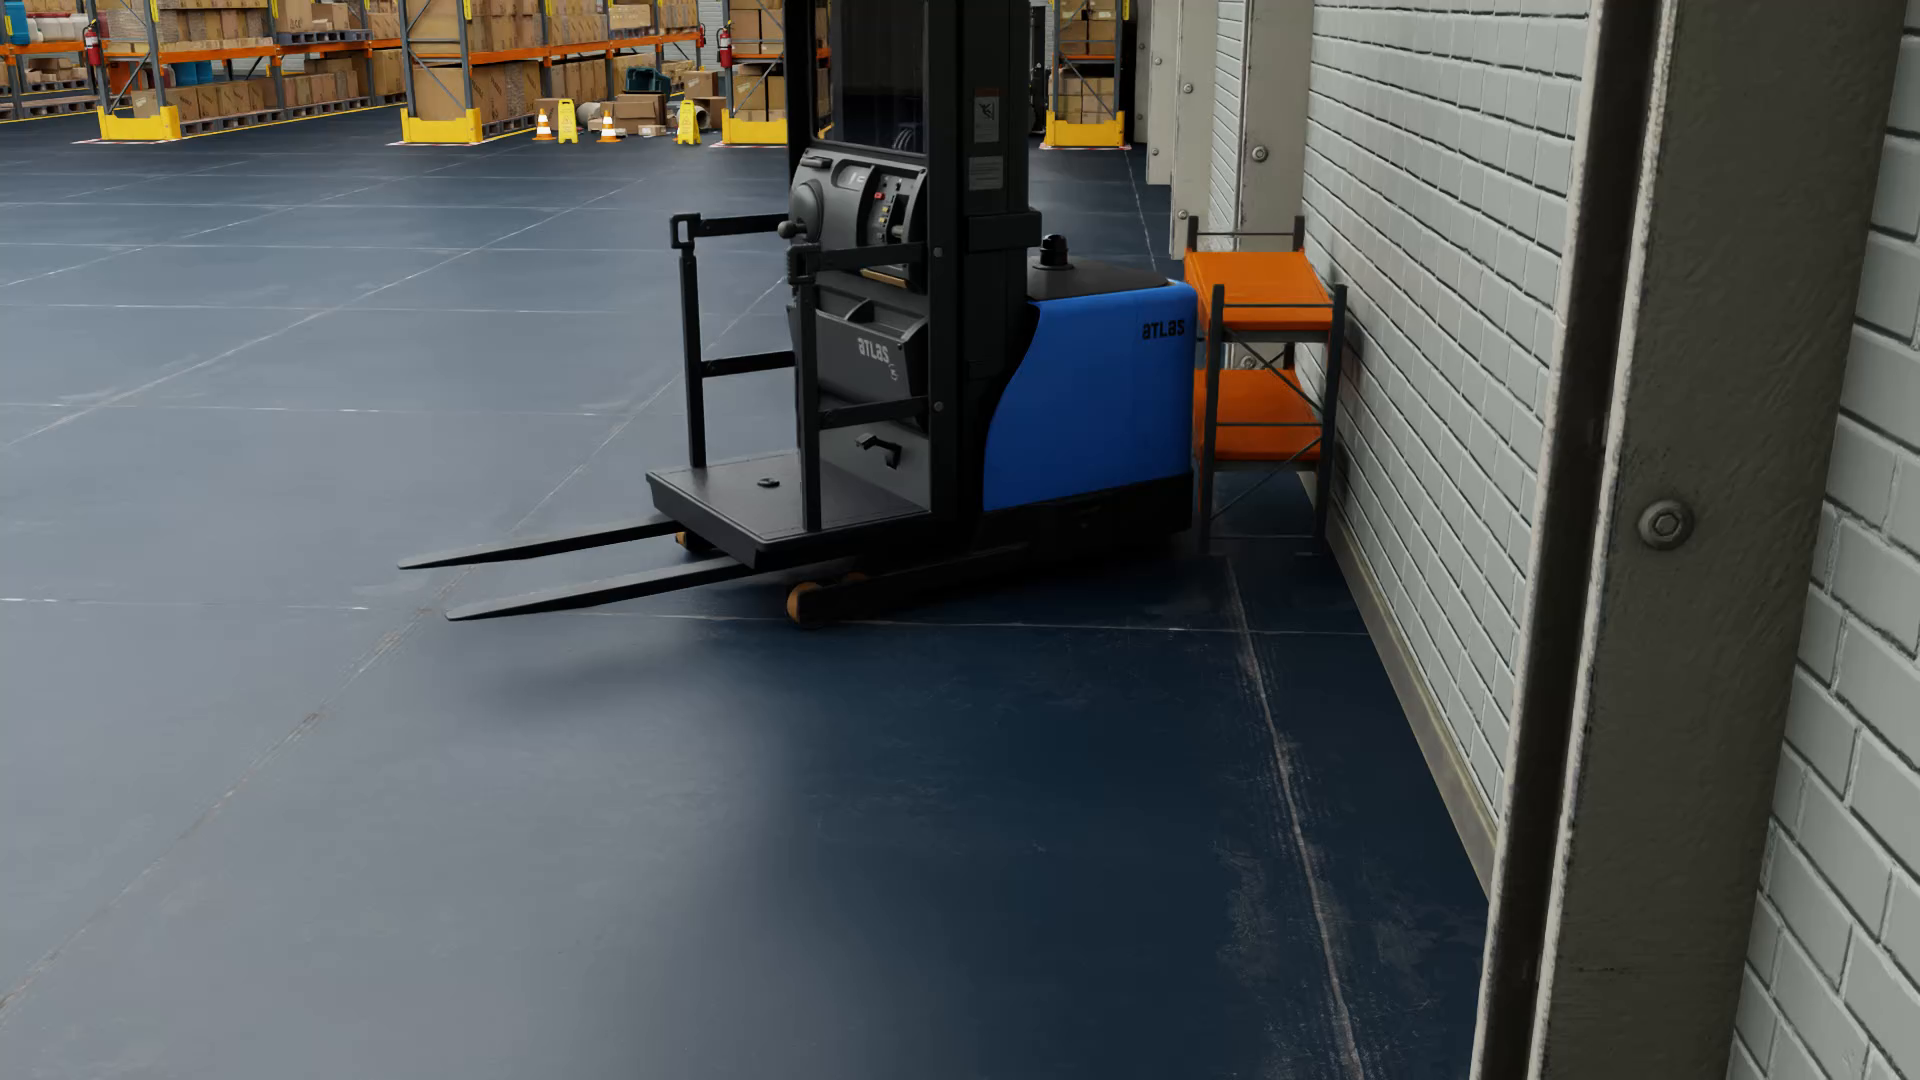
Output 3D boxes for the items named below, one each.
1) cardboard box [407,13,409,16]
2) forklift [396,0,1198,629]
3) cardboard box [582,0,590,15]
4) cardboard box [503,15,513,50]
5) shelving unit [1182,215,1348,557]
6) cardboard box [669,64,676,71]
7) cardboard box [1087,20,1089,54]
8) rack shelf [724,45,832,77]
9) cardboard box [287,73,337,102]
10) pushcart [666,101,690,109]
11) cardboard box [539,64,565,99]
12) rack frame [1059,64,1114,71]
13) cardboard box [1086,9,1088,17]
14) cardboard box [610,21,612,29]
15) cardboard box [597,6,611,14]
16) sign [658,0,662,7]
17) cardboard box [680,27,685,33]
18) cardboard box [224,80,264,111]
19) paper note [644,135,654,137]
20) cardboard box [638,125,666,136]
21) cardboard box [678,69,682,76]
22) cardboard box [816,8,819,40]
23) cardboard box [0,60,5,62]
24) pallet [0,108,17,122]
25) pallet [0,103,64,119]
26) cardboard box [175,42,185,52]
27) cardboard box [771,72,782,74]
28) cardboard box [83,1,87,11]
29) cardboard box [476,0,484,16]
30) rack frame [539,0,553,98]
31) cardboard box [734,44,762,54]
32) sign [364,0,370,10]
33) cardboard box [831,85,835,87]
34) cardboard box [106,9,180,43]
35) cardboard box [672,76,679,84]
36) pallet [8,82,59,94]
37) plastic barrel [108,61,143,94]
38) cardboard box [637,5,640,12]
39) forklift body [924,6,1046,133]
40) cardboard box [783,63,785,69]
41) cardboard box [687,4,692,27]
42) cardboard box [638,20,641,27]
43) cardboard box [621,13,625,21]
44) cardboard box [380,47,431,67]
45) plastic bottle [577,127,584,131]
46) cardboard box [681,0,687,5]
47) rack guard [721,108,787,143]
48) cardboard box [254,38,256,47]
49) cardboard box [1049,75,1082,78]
[{"bbox_3d":[-11.956,-10.902,35.216,0.500,0.500,0.500,1,18,4],"label":"cardboard box"},{"bbox_3d":[-0.563,-1.262,6.066,3.031,2.935,1.130,-11,21,-31],"label":"forklift"},{"bbox_3d":[-7.505,-10.319,31.832,0.700,0.500,0.500,1,18,3],"label":"cardboard box"},{"bbox_3d":[-7.841,-8.304,27.206,0.875,0.550,0.500,1,18,4],"label":"cardboard box"},{"bbox_3d":[1.222,-0.667,6.939,0.538,1.125,1.048,0,26,2],"label":"shelving unit"},{"bbox_3d":[-6.767,-10.888,38.281,0.380,0.149,0.250,2,18,5],"label":"cardboard box"},{"bbox_3d":[2.222,-7.777,25.679,0.500,0.500,0.500,2,18,6],"label":"cardboard box"},{"bbox_3d":[-2.914,-7.808,27.091,1.077,0.370,4.000,1,18,4],"label":"rack shelf"},{"bbox_3d":[-12.457,-8.699,31.961,0.700,0.500,0.500,3,18,9],"label":"cardboard box"},{"bbox_3d":[-5.048,-7.561,29.391,1.648,0.377,0.936,-5,19,-15],"label":"pushcart"},{"bbox_3d":[-7.760,-8.176,29.995,1.050,0.750,0.750,1,18,4],"label":"cardboard box"},{"bbox_3d":[2.181,-8.662,28.540,1.000,3.000,0.127,1,18,4],"label":"rack frame"},{"bbox_3d":[2.054,-9.284,29.236,0.380,0.149,0.250,1,18,4],"label":"cardboard box"},{"bbox_3d":[-7.195,-10.307,33.291,0.380,0.149,0.250,1,18,3],"label":"cardboard box"},{"bbox_3d":[-7.202,-10.596,33.217,0.380,0.149,0.250,1,18,4],"label":"cardboard box"},{"bbox_3d":[-6.588,-11.874,36.484,0.100,0.325,0.005,1,18,4],"label":"sign"},{"bbox_3d":[-6.698,-12.035,39.238,0.380,0.149,0.250,0,18,1],"label":"cardboard box"},{"bbox_3d":[-12.724,-7.881,29.497,0.500,0.500,0.500,1,18,2],"label":"cardboard box"},{"bbox_3d":[-4.975,-6.456,26.577,0.148,0.019,0.142,-5,19,-15],"label":"paper note"},{"bbox_3d":[-4.978,-6.626,26.906,0.380,0.149,0.250,12,22,32],"label":"cardboard box"},{"bbox_3d":[-6.697,-10.905,38.813,0.380,0.149,0.250,1,18,4],"label":"cardboard box"},{"bbox_3d":[-2.617,-8.495,27.394,0.500,0.500,0.500,2,18,5],"label":"cardboard box"},{"bbox_3d":[-22.204,-10.904,38.691,0.500,0.500,0.500,1,18,4],"label":"cardboard box"},{"bbox_3d":[-17.685,-7.570,29.687,1.003,0.211,1.213,1,18,4],"label":"pallet"},{"bbox_3d":[-17.578,-8.023,31.068,1.003,0.211,1.213,1,18,4],"label":"pallet"},{"bbox_3d":[-12.614,-7.869,26.523,0.380,0.149,0.250,1,18,4],"label":"cardboard box"},{"bbox_3d":[-3.183,-7.352,27.079,0.500,0.500,0.500,1,18,3],"label":"cardboard box"},{"bbox_3d":[-21.468,-13.163,40.511,0.500,0.500,0.500,2,18,5],"label":"cardboard box"},{"bbox_3d":[-7.989,-8.480,26.010,0.875,0.550,0.550,1,18,4],"label":"cardboard box"},{"bbox_3d":[-7.715,-8.850,29.116,1.000,3.000,0.127,1,18,4],"label":"rack frame"},{"bbox_3d":[-3.244,-7.531,25.491,0.380,0.149,0.250,2,18,6],"label":"cardboard box"},{"bbox_3d":[-11.826,-10.738,33.145,0.100,0.325,0.005,1,18,4],"label":"sign"},{"bbox_3d":[-2.687,-8.108,30.397,0.950,0.372,0.625,2,18,7],"label":"cardboard box"},{"bbox_3d":[-12.875,-8.109,26.216,0.875,0.500,0.500,1,18,4],"label":"cardboard box"},{"bbox_3d":[-6.742,-10.690,38.633,0.380,0.149,0.250,1,18,2],"label":"cardboard box"},{"bbox_3d":[-21.912,-10.587,38.896,1.003,0.211,1.213,1,18,4],"label":"pallet"},{"bbox_3d":[-17.290,-9.666,34.416,0.600,0.830,0.708,1,18,4],"label":"plastic barrel"},{"bbox_3d":[-7.033,-11.324,35.438,0.380,0.149,0.250,1,18,4],"label":"cardboard box"},{"bbox_3d":[0.210,-7.646,26.802,2.313,2.155,1.214,1,18,4],"label":"forklift body"},{"bbox_3d":[-3.151,-8.114,28.364,0.380,0.149,0.250,2,18,5],"label":"cardboard box"},{"bbox_3d":[-6.672,-12.461,39.497,0.500,0.500,0.500,1,18,3],"label":"cardboard box"},{"bbox_3d":[-7.029,-11.052,35.562,0.380,0.149,0.250,0,18,1],"label":"cardboard box"},{"bbox_3d":[-7.124,-10.783,34.265,0.380,0.149,0.250,1,18,4],"label":"cardboard box"},{"bbox_3d":[-12.171,-10.190,35.943,1.225,0.875,0.875,1,18,2],"label":"cardboard box"},{"bbox_3d":[-6.425,-6.863,27.770,0.283,0.061,0.133,-5,19,-15],"label":"plastic bottle"},{"bbox_3d":[-6.704,-12.775,38.848,0.500,0.500,0.500,2,18,7],"label":"cardboard box"},{"bbox_3d":[-3.052,-6.365,25.544,1.175,0.500,0.348,1,18,4],"label":"rack guard"},{"bbox_3d":[-12.482,-8.646,28.896,0.380,0.149,0.250,1,18,4],"label":"cardboard box"},{"bbox_3d":[1.647,-7.096,25.898,0.500,0.250,0.500,2,18,5],"label":"cardboard box"}]
